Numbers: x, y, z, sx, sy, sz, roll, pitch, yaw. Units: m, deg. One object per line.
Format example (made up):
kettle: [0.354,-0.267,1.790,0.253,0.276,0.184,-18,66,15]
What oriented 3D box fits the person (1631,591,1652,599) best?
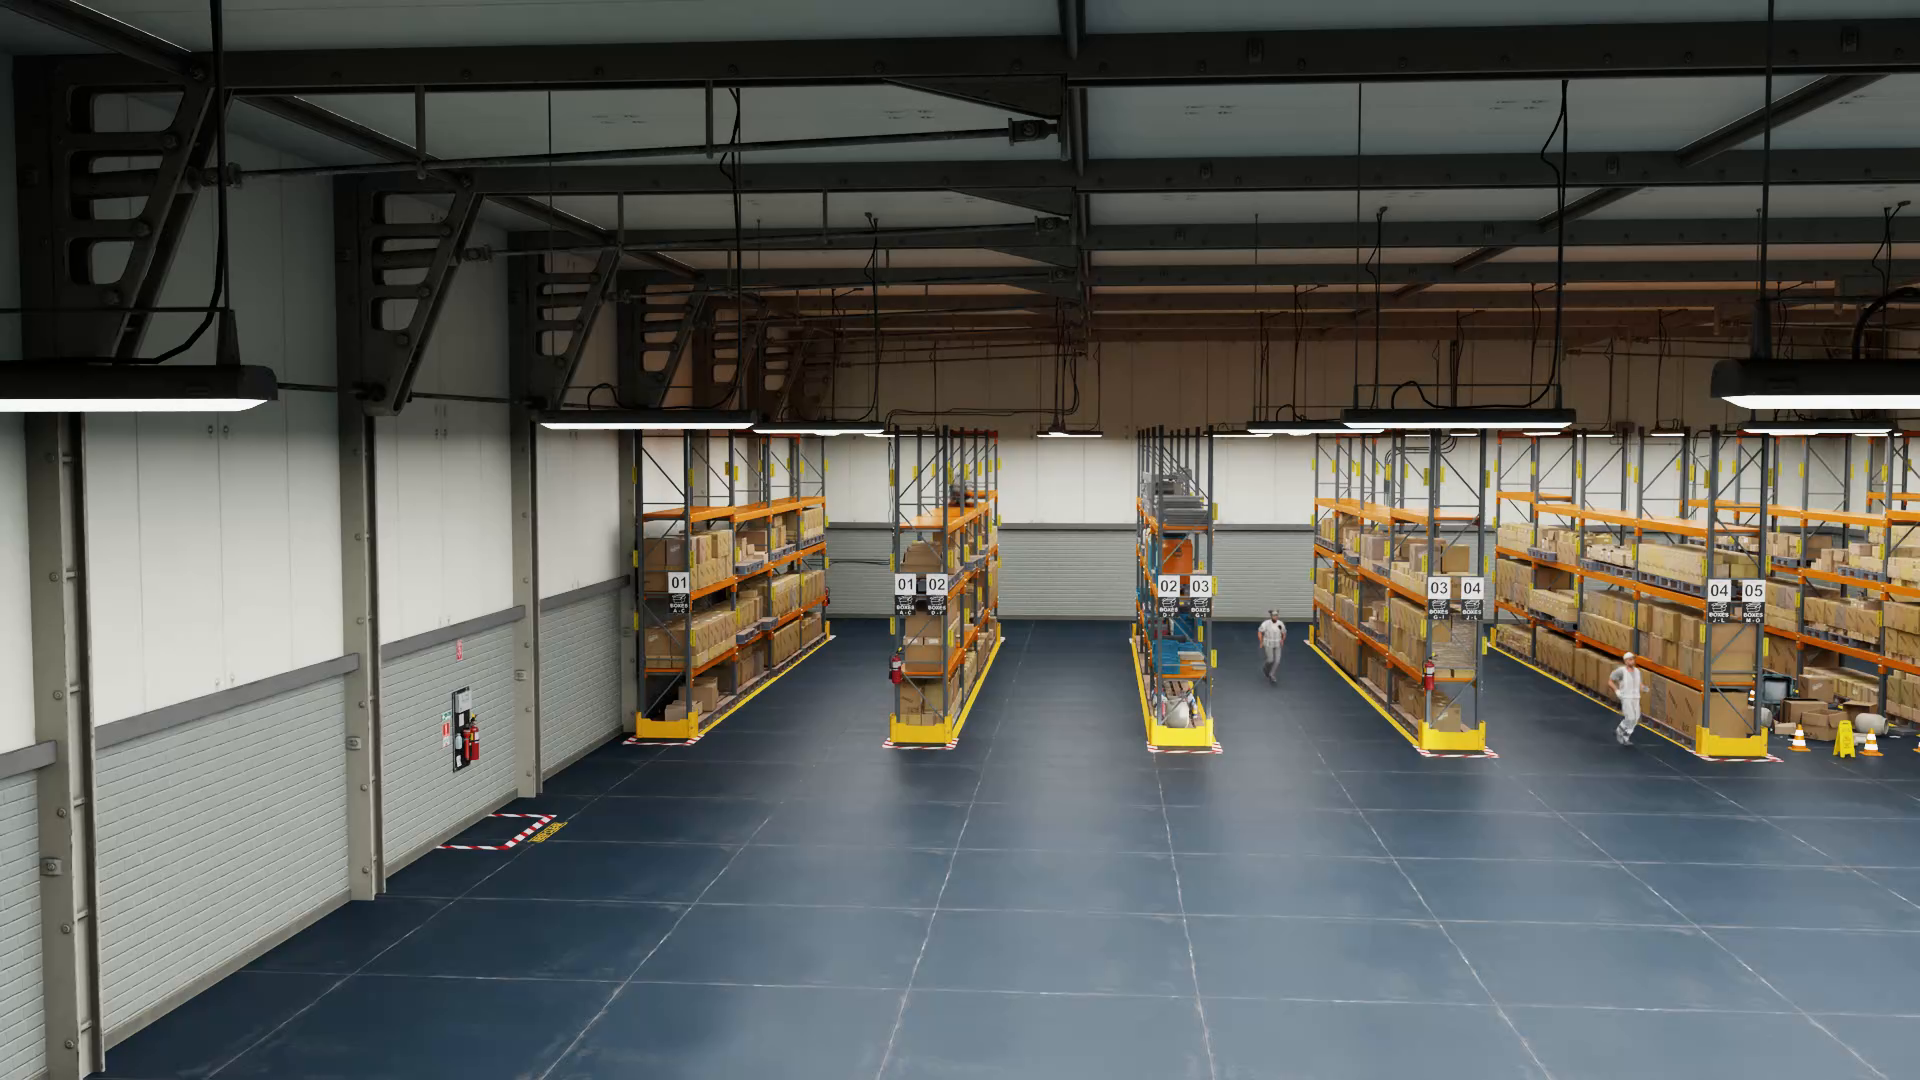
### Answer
person: [19.256,1.973,47.272,0.905,1.788,0.697,0,3,8]

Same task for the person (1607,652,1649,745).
person: [12.507,2.972,30.998,0.644,1.741,0.581,-1,4,-14]

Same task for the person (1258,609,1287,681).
person: [7.423,2.493,39.402,0.656,1.727,0.631,0,3,-4]

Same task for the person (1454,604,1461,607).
person: [13.535,2.179,45.631,0.633,1.610,0.489,1,3,11]
